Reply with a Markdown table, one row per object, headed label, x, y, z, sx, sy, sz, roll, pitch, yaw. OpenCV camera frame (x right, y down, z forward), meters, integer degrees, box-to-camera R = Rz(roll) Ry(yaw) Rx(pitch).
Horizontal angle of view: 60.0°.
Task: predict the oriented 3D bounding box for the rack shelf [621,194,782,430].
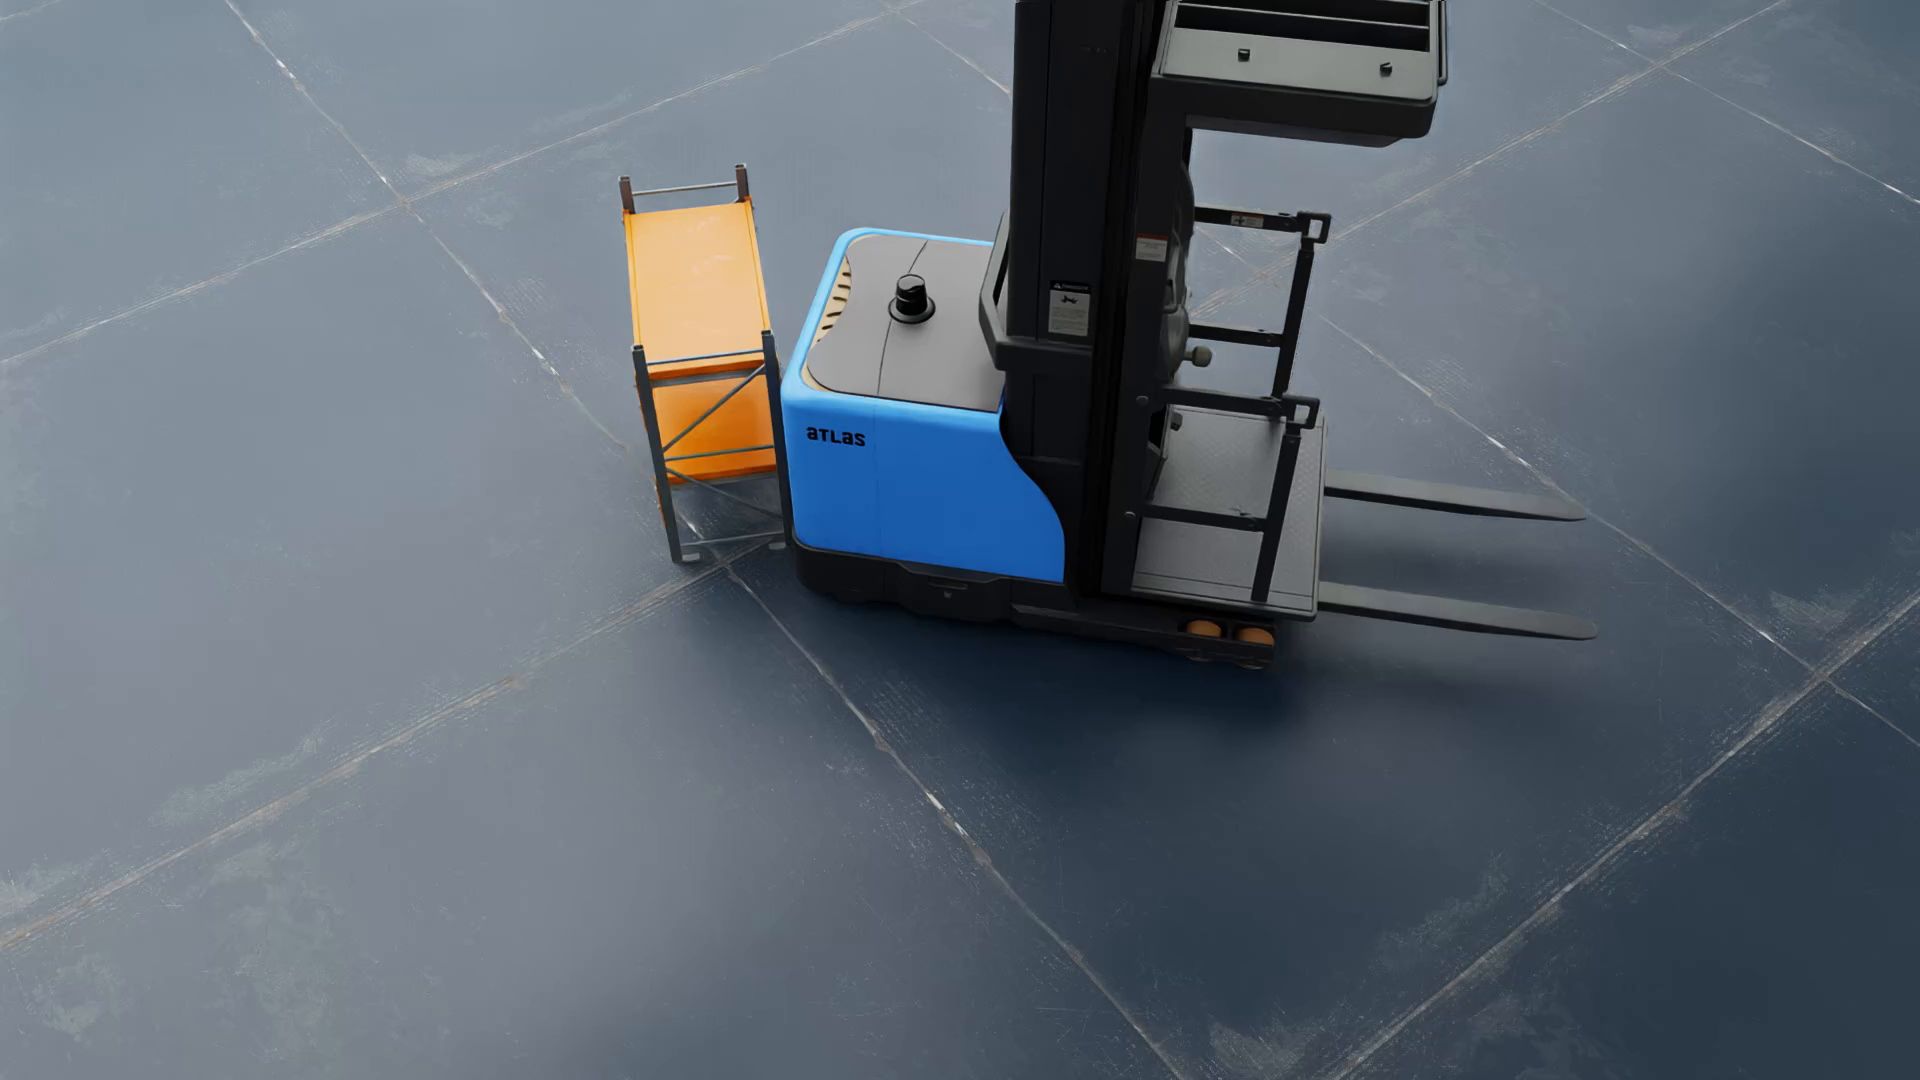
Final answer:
| label | x | y | z | sx | sy | sz | roll | pitch | yaw |
| --- | --- | --- | --- | --- | --- | --- | --- | --- | --- |
| rack shelf | -1.001 | -0.895 | 6.406 | 0.538 | 0.278 | 1.000 | -8 | 48 | -7 |

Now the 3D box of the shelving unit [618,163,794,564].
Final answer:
| label | x | y | z | sx | sy | sz | roll | pitch | yaw |
| --- | --- | --- | --- | --- | --- | --- | --- | --- | --- |
| shelving unit | -1.001 | -0.699 | 6.623 | 0.538 | 1.125 | 1.048 | -8 | 48 | -7 |

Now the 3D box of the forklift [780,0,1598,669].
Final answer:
| label | x | y | z | sx | sy | sz | roll | pitch | yaw |
| --- | --- | --- | --- | --- | --- | --- | --- | --- | --- |
| forklift | 0.922 | -0.926 | 5.610 | 3.031 | 2.935 | 1.130 | 8 | 48 | 7 |

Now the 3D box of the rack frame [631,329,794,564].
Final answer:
| label | x | y | z | sx | sy | sz | roll | pitch | yaw |
| --- | --- | --- | --- | --- | --- | --- | --- | --- | --- |
| rack frame | -0.909 | -0.328 | 6.287 | 0.500 | 1.125 | 0.032 | -8 | 48 | -7 |

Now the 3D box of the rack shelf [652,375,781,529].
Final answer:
| label | x | y | z | sx | sy | sz | roll | pitch | yaw |
| --- | --- | --- | --- | --- | --- | --- | --- | --- | --- |
| rack shelf | -1.001 | -0.534 | 6.804 | 0.538 | 0.278 | 1.000 | -8 | 48 | -7 |

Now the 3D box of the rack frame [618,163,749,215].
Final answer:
| label | x | y | z | sx | sy | sz | roll | pitch | yaw |
| --- | --- | --- | --- | --- | --- | --- | --- | --- | --- |
| rack frame | -1.092 | -1.069 | 6.959 | 0.500 | 1.125 | 0.032 | -8 | 48 | -7 |
